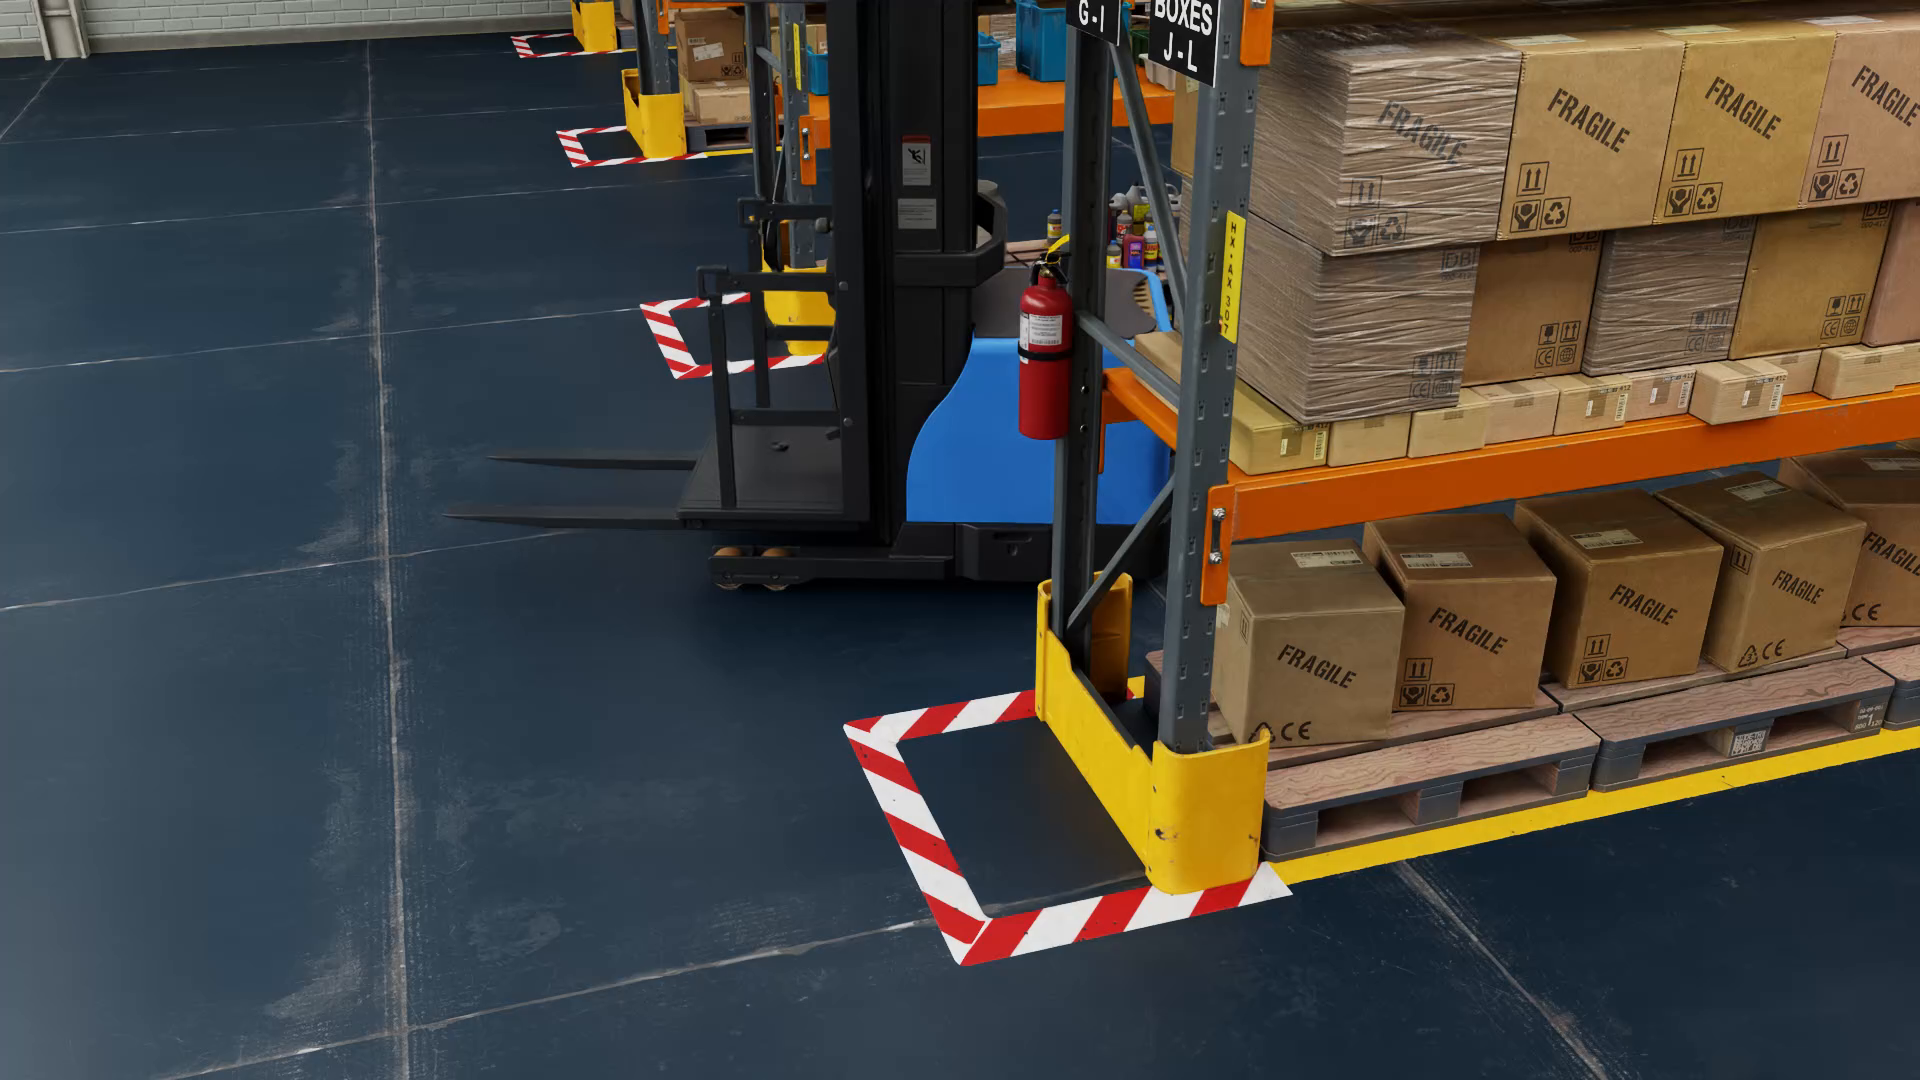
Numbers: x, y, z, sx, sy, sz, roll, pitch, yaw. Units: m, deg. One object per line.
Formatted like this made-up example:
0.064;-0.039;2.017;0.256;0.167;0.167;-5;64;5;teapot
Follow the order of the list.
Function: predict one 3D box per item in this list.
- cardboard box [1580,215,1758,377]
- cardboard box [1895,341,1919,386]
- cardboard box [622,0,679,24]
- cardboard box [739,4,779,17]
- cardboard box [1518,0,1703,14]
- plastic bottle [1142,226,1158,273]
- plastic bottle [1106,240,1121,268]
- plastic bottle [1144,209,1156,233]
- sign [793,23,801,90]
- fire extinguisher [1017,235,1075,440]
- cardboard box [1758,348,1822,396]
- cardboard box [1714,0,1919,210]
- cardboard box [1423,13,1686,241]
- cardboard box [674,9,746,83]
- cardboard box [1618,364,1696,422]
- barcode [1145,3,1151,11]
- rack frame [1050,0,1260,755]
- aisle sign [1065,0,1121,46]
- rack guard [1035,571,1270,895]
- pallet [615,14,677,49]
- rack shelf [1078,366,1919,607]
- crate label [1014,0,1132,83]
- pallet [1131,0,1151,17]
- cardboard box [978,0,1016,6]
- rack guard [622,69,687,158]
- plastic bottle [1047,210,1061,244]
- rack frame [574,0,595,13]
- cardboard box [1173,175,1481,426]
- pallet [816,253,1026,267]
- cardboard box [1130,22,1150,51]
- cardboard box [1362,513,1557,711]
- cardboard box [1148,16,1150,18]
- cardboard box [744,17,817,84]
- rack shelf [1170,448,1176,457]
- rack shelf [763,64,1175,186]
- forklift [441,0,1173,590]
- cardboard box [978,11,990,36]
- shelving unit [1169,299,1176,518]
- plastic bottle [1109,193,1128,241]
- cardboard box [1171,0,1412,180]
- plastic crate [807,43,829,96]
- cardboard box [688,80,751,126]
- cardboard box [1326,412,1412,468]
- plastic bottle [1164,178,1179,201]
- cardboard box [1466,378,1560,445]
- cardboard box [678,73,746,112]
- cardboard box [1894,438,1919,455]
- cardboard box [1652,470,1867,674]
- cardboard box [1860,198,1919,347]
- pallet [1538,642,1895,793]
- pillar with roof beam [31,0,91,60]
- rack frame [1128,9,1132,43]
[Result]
1.985;-0.927;5.296;0.500;0.500;0.875;-8;28;-16;cardboard box
3.012;-0.647;5.463;0.250;0.149;0.380;-8;28;-16;cardboard box
-3.390;-5.847;18.184;0.500;0.311;0.500;-12;29;-22;cardboard box
-2.135;-6.090;18.461;0.500;0.500;0.700;-10;28;-19;cardboard box
1.923;-1.459;5.245;0.500;0.500;0.500;-8;28;-16;cardboard box
1.139;-1.748;9.972;0.097;0.271;0.097;0;26;0;plastic bottle
0.911;-1.684;9.921;0.097;0.201;0.097;0;26;0;plastic bottle
1.218;-2.012;10.582;0.097;0.201;0.097;0;26;0;plastic bottle
-0.841;-2.499;8.599;0.005;0.325;0.100;-8;28;-16;sign
0.275;-0.659;5.290;0.183;0.674;0.296;-8;28;-16;fire extinguisher
2.524;-0.596;5.360;0.250;0.149;0.380;-8;28;-16;cardboard box
2.560;-1.307;4.939;0.500;0.500;0.500;-8;28;-16;cardboard box
1.611;-1.166;4.655;0.500;0.500;0.500;-8;28;-16;cardboard box
-2.120;-4.195;14.104;0.500;0.500;0.500;-8;28;-16;cardboard box
2.058;-0.515;5.197;0.250;0.149;0.380;-8;28;-16;cardboard box
1.637;-4.621;14.421;0.075;0.075;0.001;-8;28;-16;barcode
0.526;-0.514;4.912;0.127;3.000;1.000;-8;28;-16;rack frame
0.374;-1.797;4.573;0.004;0.787;0.394;-8;28;-16;aisle sign
0.599;0.595;5.489;0.348;0.500;1.175;-8;28;-16;rack guard
-3.220;-5.656;18.405;1.213;0.211;1.003;-8;28;-16;pallet
2.428;-0.467;5.627;4.000;0.370;1.077;-8;28;-16;rack shelf
0.659;-2.992;9.864;0.616;0.435;0.502;-8;28;-16;crate label
1.630;-6.376;19.857;1.213;0.211;1.003;-8;28;-16;pallet
0.255;-4.543;14.804;0.500;0.500;0.500;-8;28;-16;cardboard box
-2.561;-3.580;13.900;0.348;0.500;1.175;-8;28;-16;rack guard
0.603;-1.990;10.538;0.097;0.201;0.097;0;26;0;plastic bottle
-4.075;-6.797;17.568;0.127;3.000;1.000;-8;28;-16;rack frame
1.058;-0.756;4.953;0.500;0.500;0.875;-8;28;-16;cardboard box
-0.176;-1.499;10.033;1.213;0.211;1.003;-8;28;-16;pallet
1.736;-4.413;14.756;0.500;0.311;0.500;-8;28;-16;cardboard box
1.683;0.242;5.729;0.500;0.500;0.500;-1;26;-3;cardboard box
2.055;-4.713;15.359;0.500;0.311;0.500;-7;27;-15;cardboard box
-1.484;-4.045;13.801;0.500;0.500;0.500;-8;28;-16;cardboard box
1.161;-0.364;7.231;0.480;0.148;0.258;-12;29;-23;rack shelf
0.894;-2.562;9.845;4.000;0.370;1.077;-8;28;-16;rack shelf
-0.649;-1.343;6.659;3.031;2.935;1.130;1;26;2;forklift
-0.061;-4.256;14.226;0.500;0.500;0.500;-8;28;-16;cardboard box
1.161;-0.602;7.113;0.503;1.200;0.258;-12;29;-23;shelving unit
0.983;-2.066;10.606;0.135;0.276;0.152;-9;28;-18;plastic bottle
0.973;-1.320;4.965;0.500;0.500;0.500;-8;28;-16;cardboard box
-0.624;-2.737;9.557;0.616;0.251;0.499;-8;28;-16;plastic crate
-1.959;-3.640;13.828;0.500;0.250;0.500;-8;28;-16;cardboard box
1.115;-0.366;4.897;0.250;0.149;0.380;-8;28;-16;cardboard box
1.316;-2.150;10.691;0.185;0.351;0.144;-8;28;-17;plastic bottle
1.588;-0.438;5.041;0.250;0.149;0.380;-8;28;-16;cardboard box
-2.119;-3.858;14.269;0.500;0.250;0.500;-8;28;-16;cardboard box
3.937;-0.095;6.408;0.500;0.500;0.500;-9;28;-18;cardboard box
2.829;0.105;6.003;0.500;0.500;0.500;-11;28;-21;cardboard box
2.952;-1.042;5.528;0.500;0.500;0.875;-8;28;-16;cardboard box
2.540;0.461;6.084;1.213;0.211;1.003;-8;28;-16;pallet
-8.050;-7.300;11.834;0.400;9.000;9.100;-8;28;-16;pillar with roof beam
1.265;-5.254;14.460;0.127;3.000;1.000;-8;28;-16;rack frame
